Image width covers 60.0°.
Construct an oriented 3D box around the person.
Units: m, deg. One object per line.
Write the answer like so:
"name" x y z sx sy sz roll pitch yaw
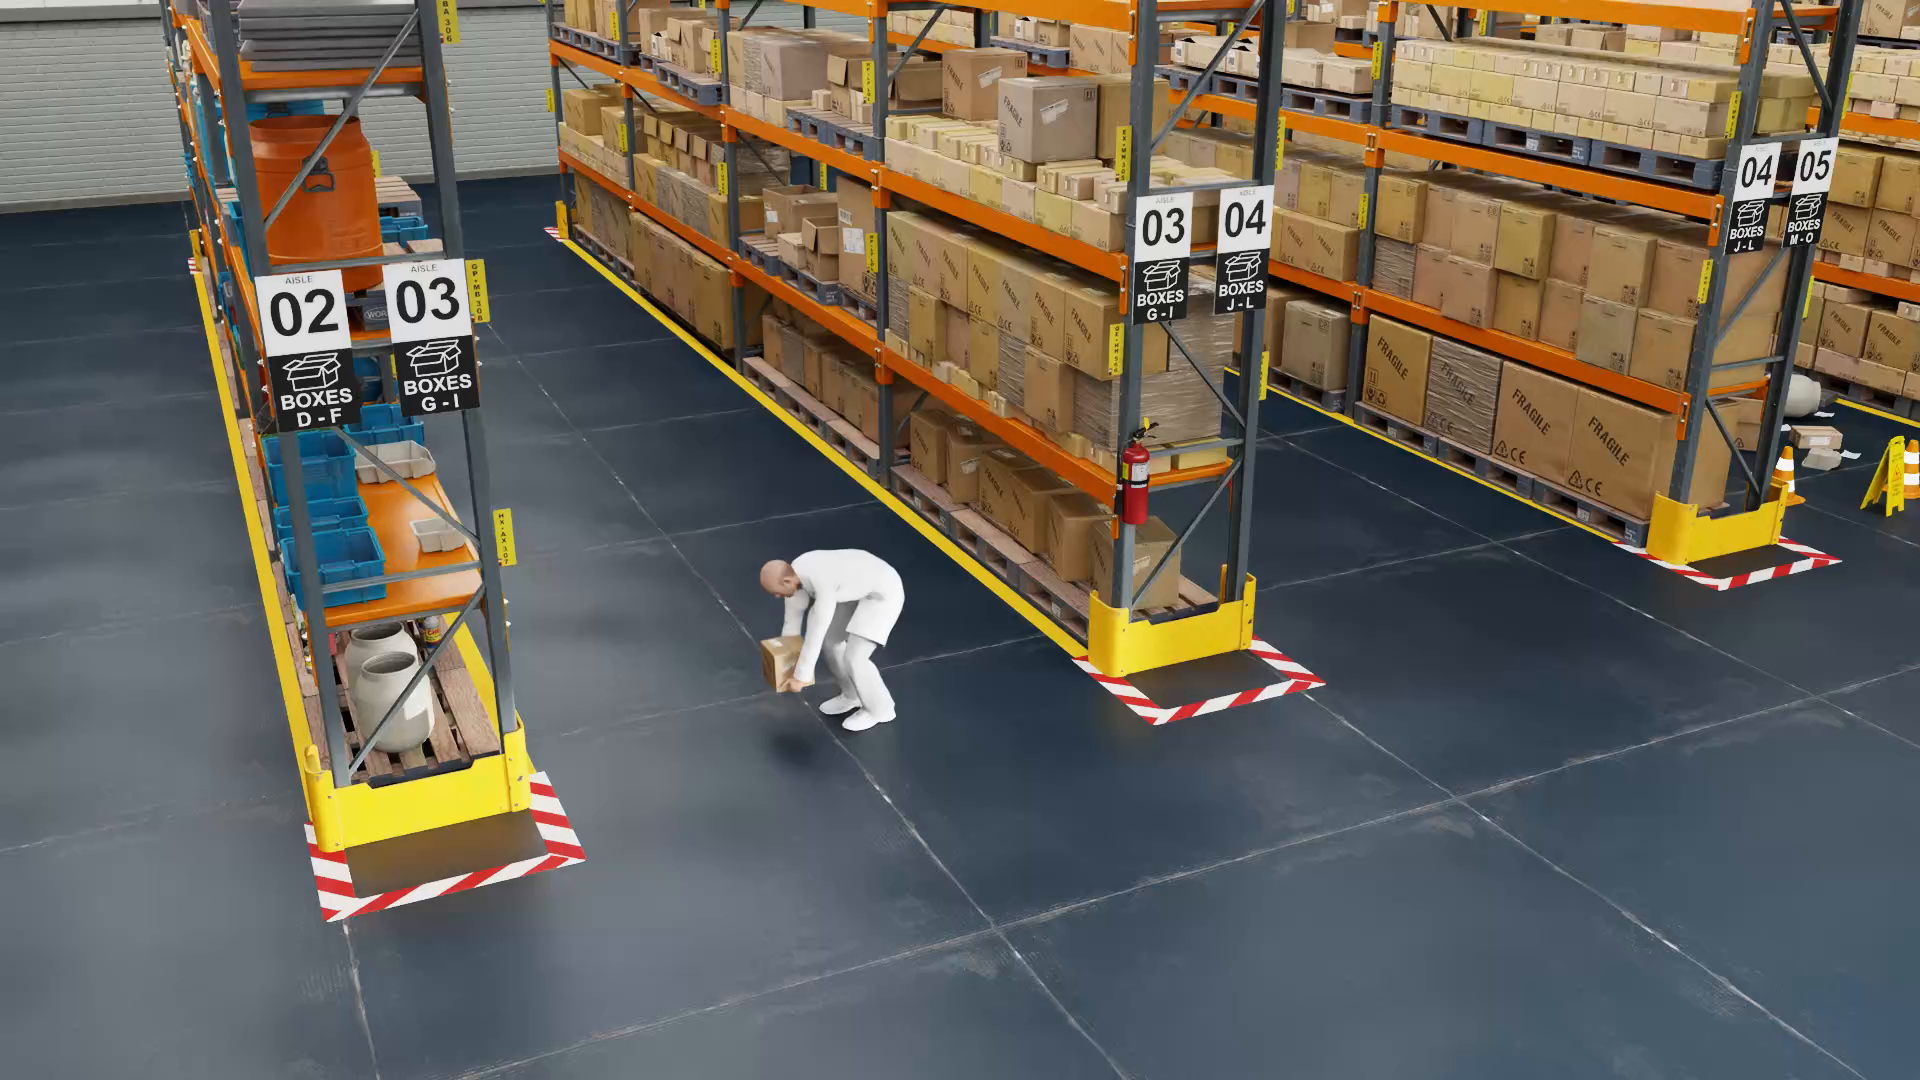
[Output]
"person" -0.791 0.604 10.350 0.932 1.182 0.576 -11 24 -26
